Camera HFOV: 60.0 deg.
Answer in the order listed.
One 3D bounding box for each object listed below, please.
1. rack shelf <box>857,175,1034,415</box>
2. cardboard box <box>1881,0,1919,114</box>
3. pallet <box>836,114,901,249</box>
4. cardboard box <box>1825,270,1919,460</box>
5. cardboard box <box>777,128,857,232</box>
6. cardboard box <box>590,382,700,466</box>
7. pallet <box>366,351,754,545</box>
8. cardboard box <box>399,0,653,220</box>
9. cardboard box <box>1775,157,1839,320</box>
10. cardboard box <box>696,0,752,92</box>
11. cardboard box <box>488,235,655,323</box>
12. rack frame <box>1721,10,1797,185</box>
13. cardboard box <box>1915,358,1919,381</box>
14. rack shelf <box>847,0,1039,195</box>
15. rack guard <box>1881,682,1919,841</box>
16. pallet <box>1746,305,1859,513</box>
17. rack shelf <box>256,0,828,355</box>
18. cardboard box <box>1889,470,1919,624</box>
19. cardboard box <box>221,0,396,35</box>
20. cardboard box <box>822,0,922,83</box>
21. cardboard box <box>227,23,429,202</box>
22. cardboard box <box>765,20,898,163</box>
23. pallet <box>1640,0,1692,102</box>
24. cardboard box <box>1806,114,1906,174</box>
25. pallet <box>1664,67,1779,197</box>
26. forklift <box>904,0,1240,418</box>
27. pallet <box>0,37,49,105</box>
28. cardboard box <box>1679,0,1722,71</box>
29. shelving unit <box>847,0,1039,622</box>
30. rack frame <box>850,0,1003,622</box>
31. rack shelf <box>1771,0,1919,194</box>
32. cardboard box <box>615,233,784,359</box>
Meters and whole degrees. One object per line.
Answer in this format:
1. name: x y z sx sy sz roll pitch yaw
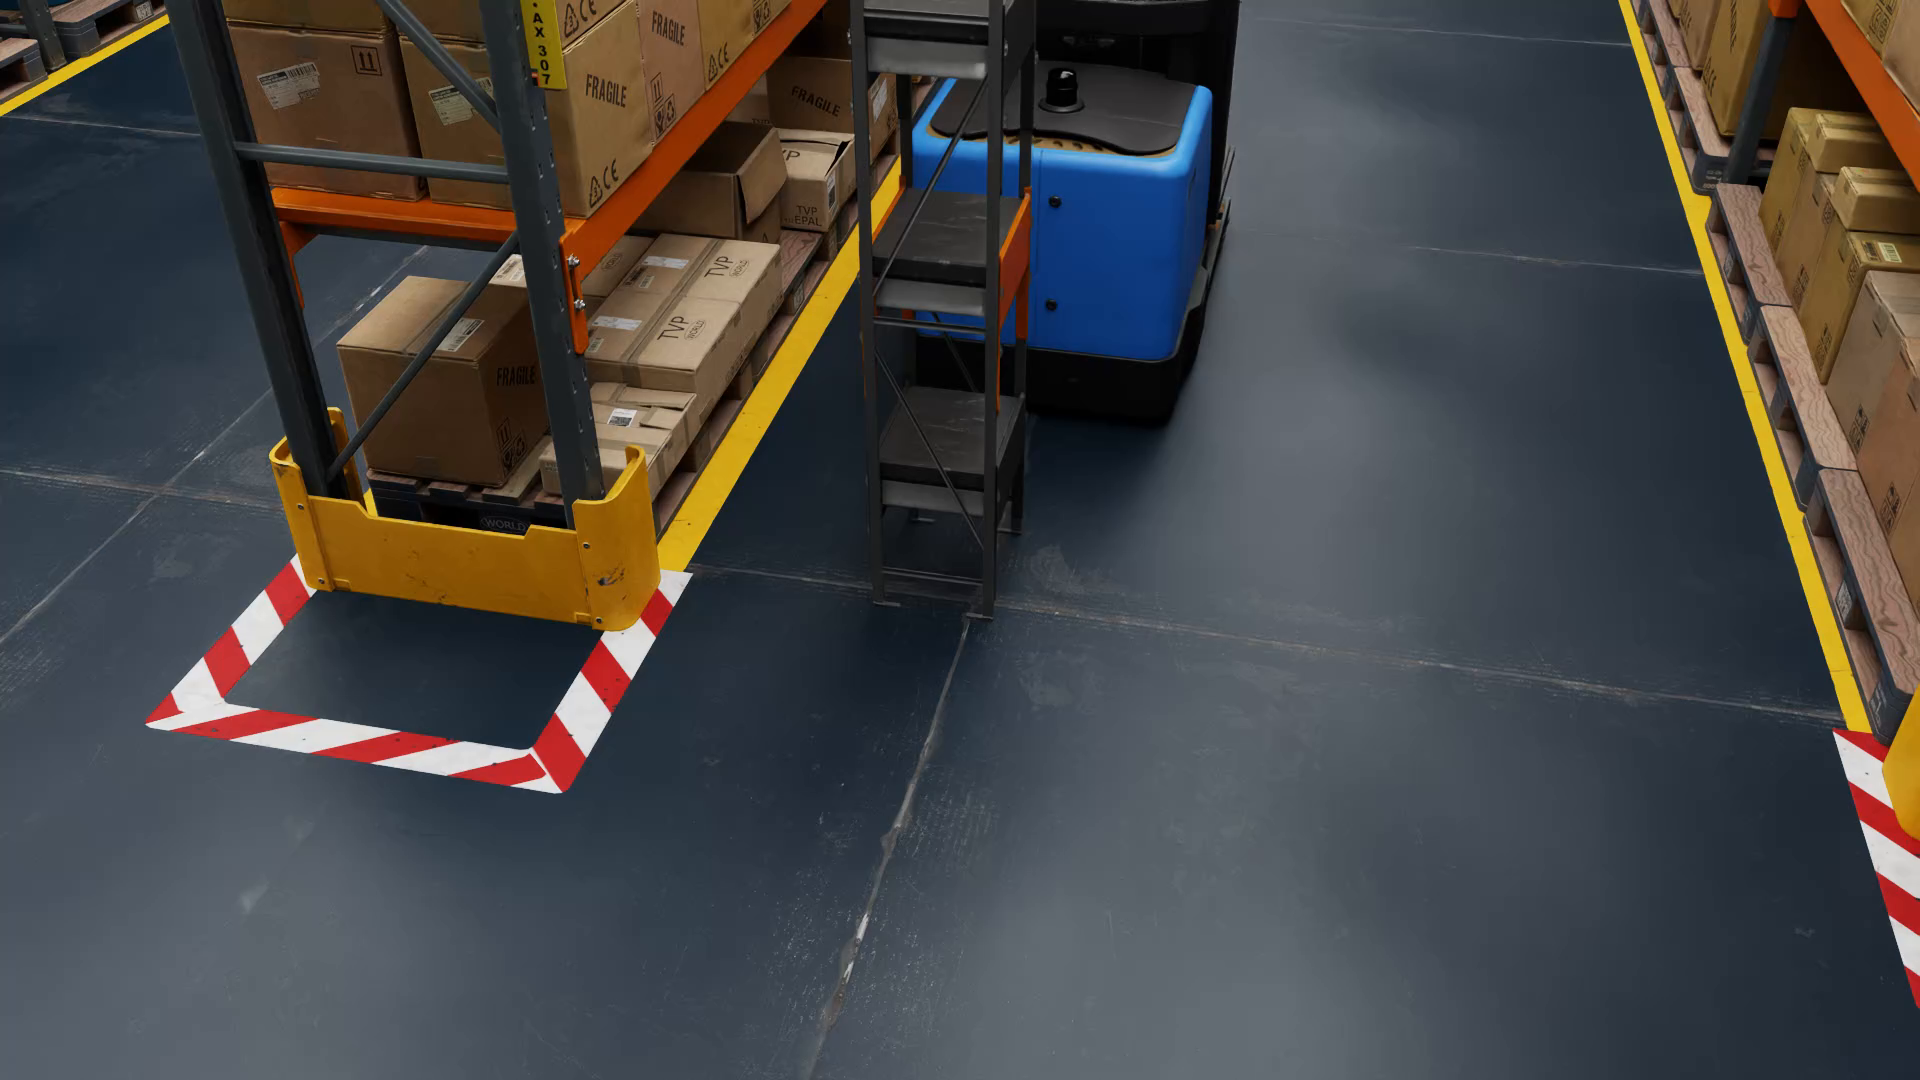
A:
1. rack shelf: -0.035 -0.744 5.011 0.431 0.518 0.480 7 37 10
2. cardboard box: 3.643 -1.691 5.272 0.980 0.700 0.700 6 36 8
3. pallet: -0.905 -1.811 8.069 1.003 0.211 1.213 7 37 10
4. cardboard box: 3.493 -0.569 5.751 0.700 0.500 0.500 6 36 8
5. cardboard box: -0.763 -1.631 7.361 0.500 0.311 0.500 7 37 10
6. cardboard box: -1.134 -0.412 5.802 0.380 0.166 0.250 7 37 10
7. pallet: -1.427 -0.412 6.139 1.003 0.211 1.213 7 37 10
8. cardboard box: -1.260 -1.302 4.906 0.500 0.500 0.500 8 37 11
9. cardboard box: 3.712 -1.170 6.580 0.700 0.500 0.500 7 37 9
10. cardboard box: -1.045 -1.886 5.711 0.500 0.500 0.500 7 37 10
11. cardboard box: -1.504 -0.989 6.527 0.500 0.250 0.500 7 37 10
12. rack frame: 4.082 -2.715 6.940 1.000 3.000 0.127 7 37 10
13. cardboard box: 3.183 -0.499 5.102 0.380 0.149 0.250 8 37 11
14. rack shelf: -0.035 -1.311 4.600 0.431 0.518 0.480 7 37 10
15. rack guard: 3.223 0.604 4.491 1.175 0.500 0.348 7 37 10
16. pallet: 3.585 -0.458 6.202 1.003 0.211 1.213 7 37 10
17. rack shelf: -1.185 -1.896 6.423 1.077 0.370 4.000 7 37 10
18. cardboard box: 3.280 0.006 4.957 0.700 0.500 0.500 7 37 10
19. cardboard box: -1.786 -1.776 4.707 0.500 0.500 0.500 7 37 10
20. cardboard box: -0.416 -2.747 8.739 0.500 0.500 0.500 6 36 8
21. cardboard box: -1.782 -1.372 5.002 0.500 0.500 0.500 8 37 11
22. cardboard box: -0.602 -2.138 7.899 0.500 0.500 0.500 7 37 10
23. pallet: 4.432 -2.739 9.350 1.003 0.211 1.213 7 37 10
24. cardboard box: 3.571 -1.546 6.547 0.380 0.149 0.250 8 37 12
25. pallet: 4.174 -2.038 8.382 1.003 0.211 1.213 7 37 10
26. forklift: 0.627 -2.512 6.718 1.130 2.935 3.031 8 37 11
27. pallet: -5.715 -2.401 8.883 1.003 0.211 1.213 7 37 10
28. cardboard box: 4.281 -2.914 8.688 0.750 0.750 0.750 8 37 11
29. shelving unit: -0.035 -0.755 5.003 0.431 2.100 0.503 7 37 10
30. rack frame: -0.087 -0.615 4.810 0.400 2.100 0.015 7 37 10
31. rack shelf: 3.655 -1.277 5.569 1.077 0.370 4.000 7 37 10
32. cardboard box: -1.005 -0.955 6.480 0.500 0.250 0.500 7 37 10
